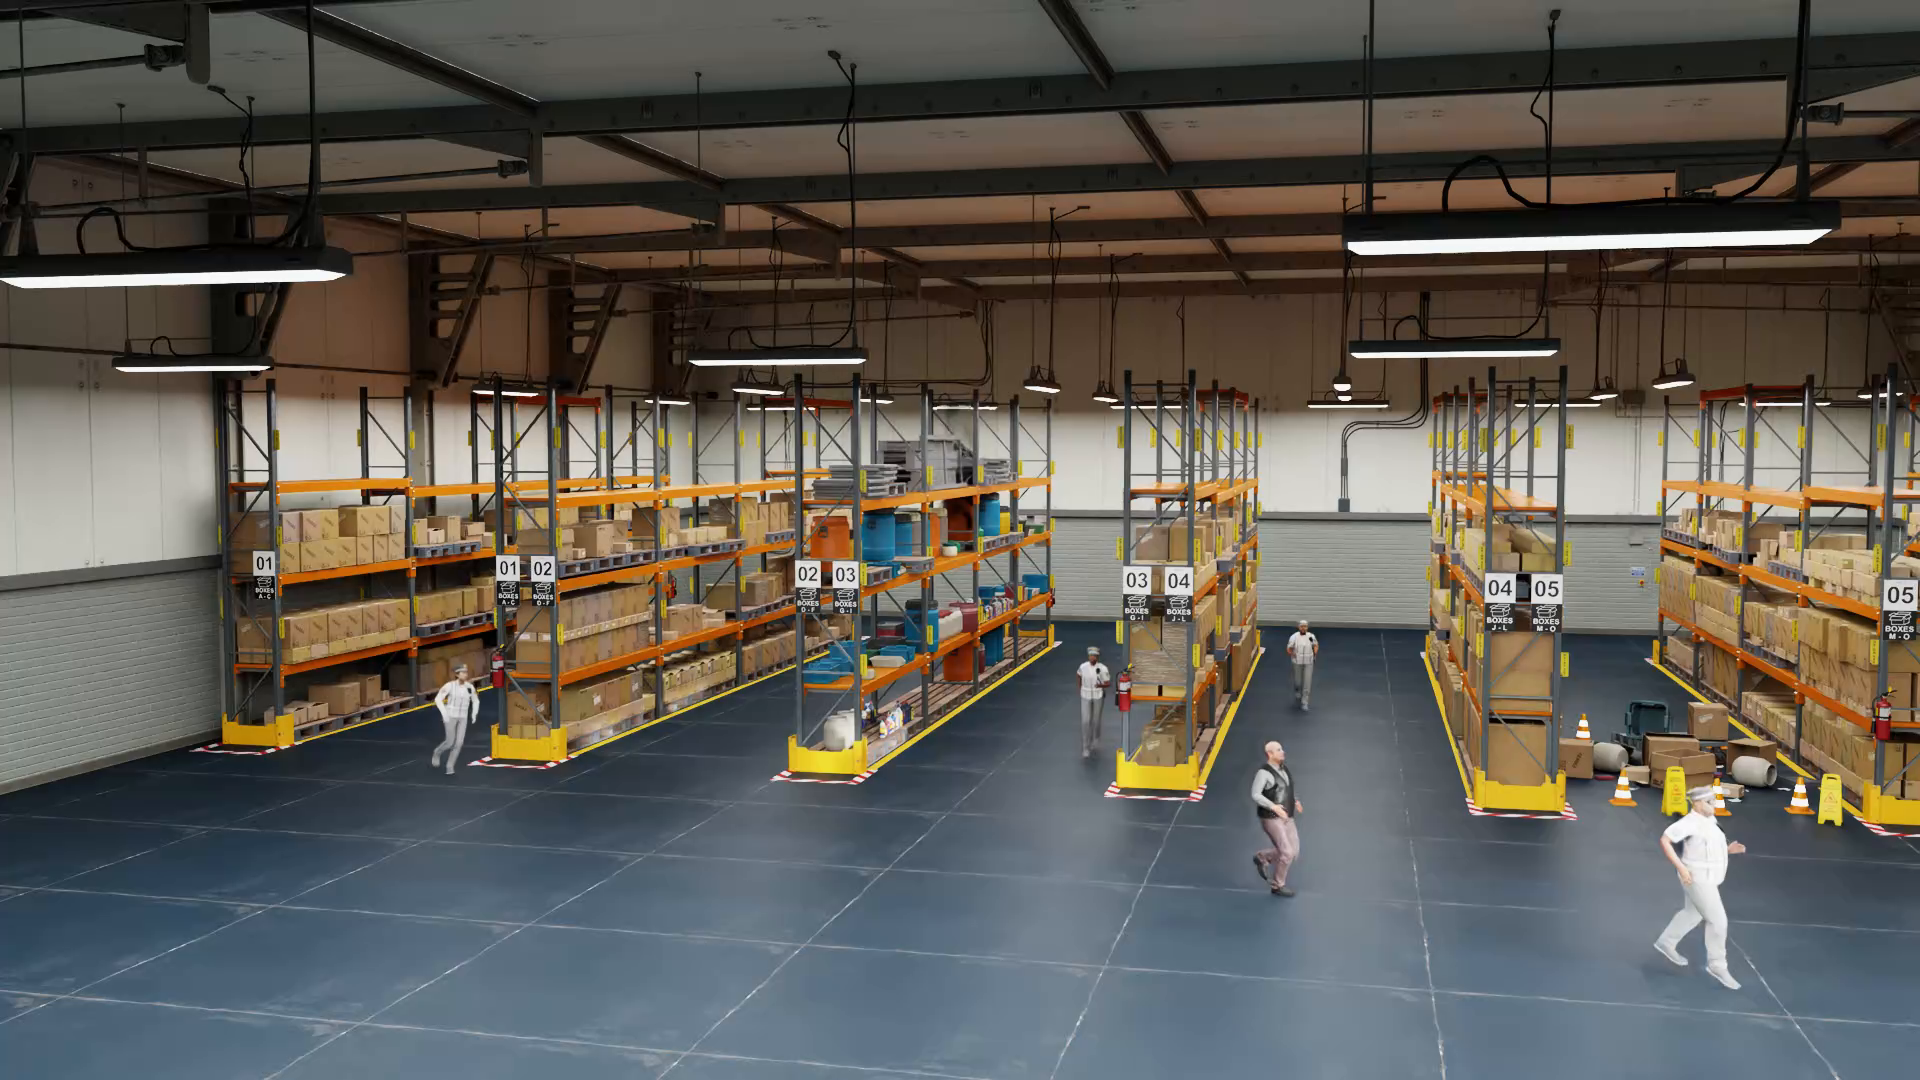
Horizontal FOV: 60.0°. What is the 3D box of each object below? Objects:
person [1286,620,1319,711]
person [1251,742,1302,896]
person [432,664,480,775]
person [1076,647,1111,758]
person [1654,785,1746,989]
[{"bbox_3d":[6.406,2.319,31.068,0.607,1.658,0.849,0,3,7],"label":"person"},{"bbox_3d":[3.461,3.061,18.384,0.614,1.673,0.659,3,5,42],"label":"person"},{"bbox_3d":[-7.601,2.678,25.152,0.676,1.639,0.549,-3,4,-39],"label":"person"},{"bbox_3d":[2.129,2.558,26.570,0.569,1.741,0.860,1,3,9],"label":"person"},{"bbox_3d":[6.892,3.181,15.486,0.819,1.839,0.640,3,5,41],"label":"person"}]
